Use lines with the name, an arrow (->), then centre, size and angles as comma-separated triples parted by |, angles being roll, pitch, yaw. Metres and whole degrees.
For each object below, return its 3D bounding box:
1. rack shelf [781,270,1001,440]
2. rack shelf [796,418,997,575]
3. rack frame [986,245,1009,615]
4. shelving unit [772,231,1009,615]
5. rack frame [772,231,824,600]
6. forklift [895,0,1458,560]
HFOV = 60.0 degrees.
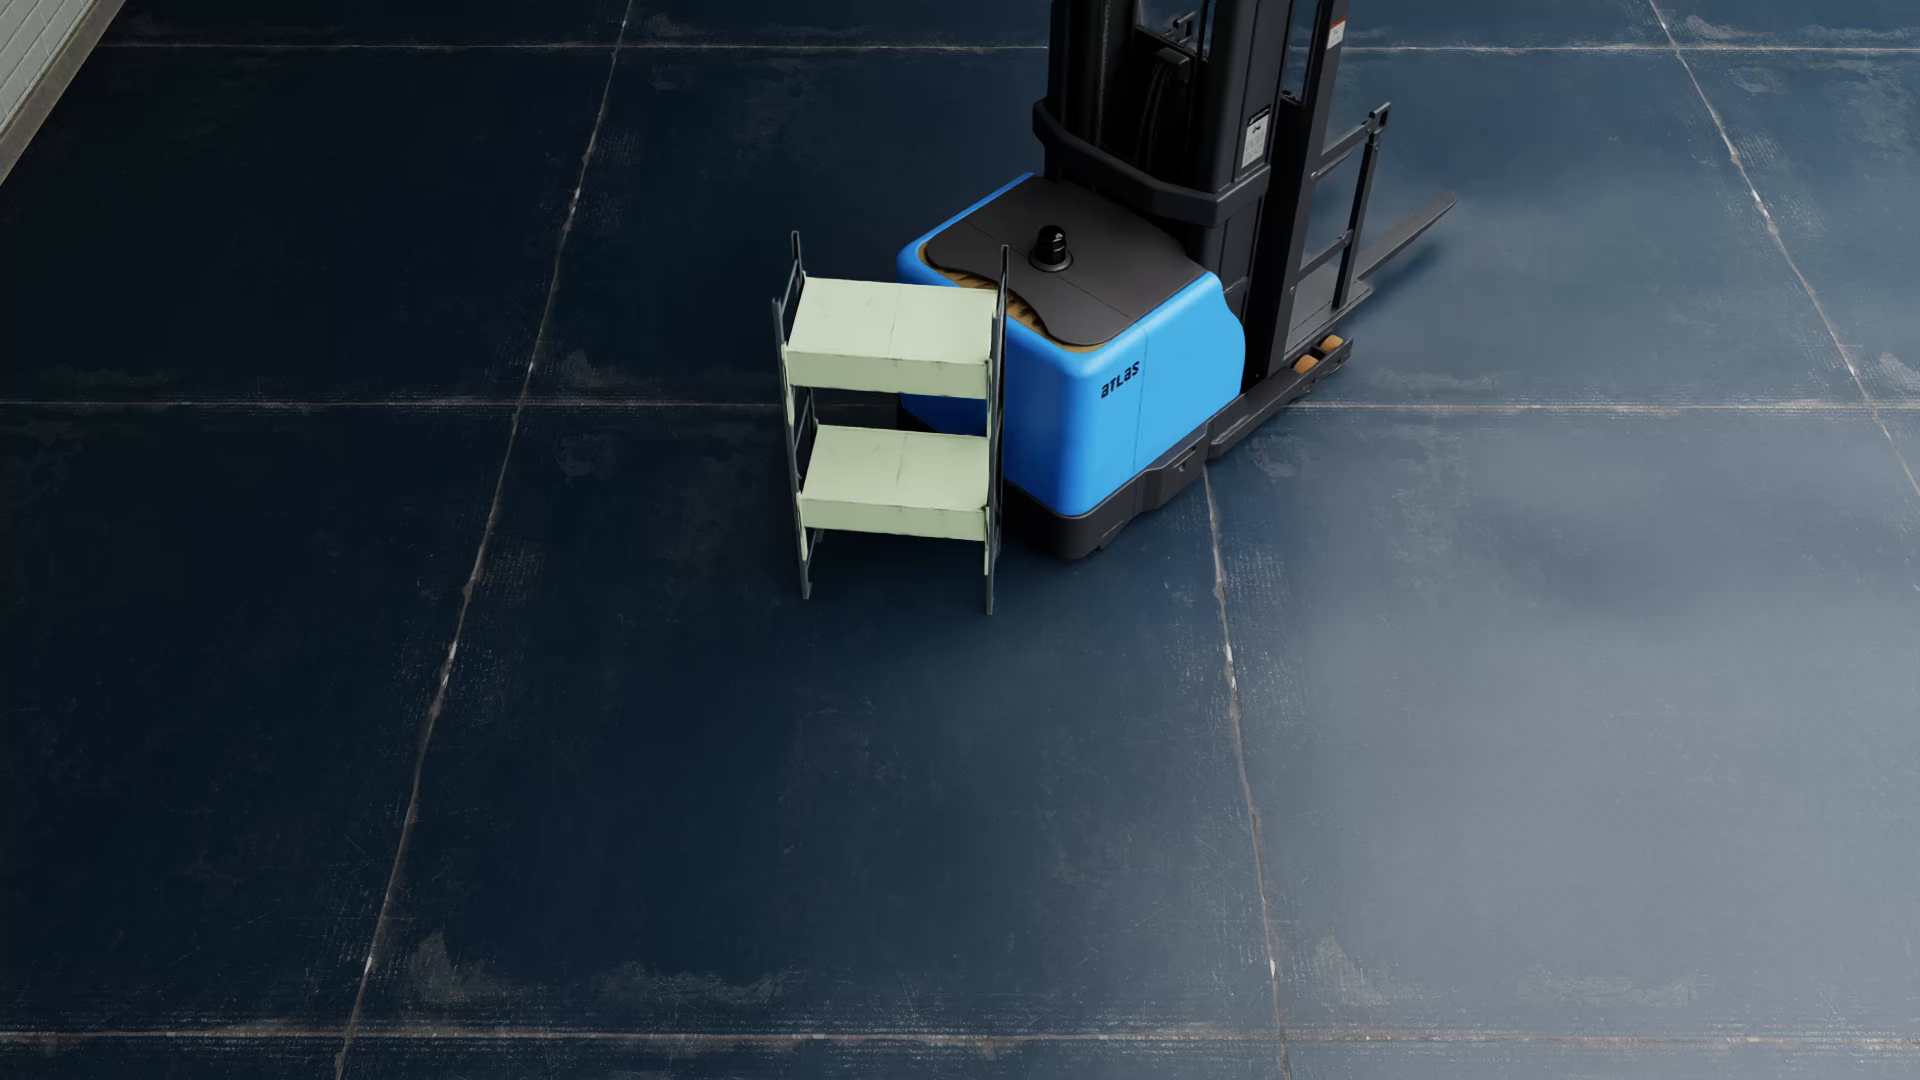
rack shelf -> -0.228, -0.656, 5.883 | 0.720, 0.370, 0.431 | 5, 47, 4
rack shelf -> -0.228, -0.168, 6.408 | 0.720, 0.370, 0.431 | 5, 47, 4
rack frame -> 0.135, -0.361, 6.142 | 0.023, 1.500, 0.400 | 5, 47, 4
shelving unit -> -0.228, -0.390, 6.169 | 0.755, 1.500, 0.431 | 5, 47, 4
rack frame -> -0.592, -0.418, 6.196 | 0.023, 1.500, 0.400 | 5, 47, 4
forklift -> 1.124, -1.897, 6.594 | 1.130, 2.935, 3.031 | 36, 56, 28
